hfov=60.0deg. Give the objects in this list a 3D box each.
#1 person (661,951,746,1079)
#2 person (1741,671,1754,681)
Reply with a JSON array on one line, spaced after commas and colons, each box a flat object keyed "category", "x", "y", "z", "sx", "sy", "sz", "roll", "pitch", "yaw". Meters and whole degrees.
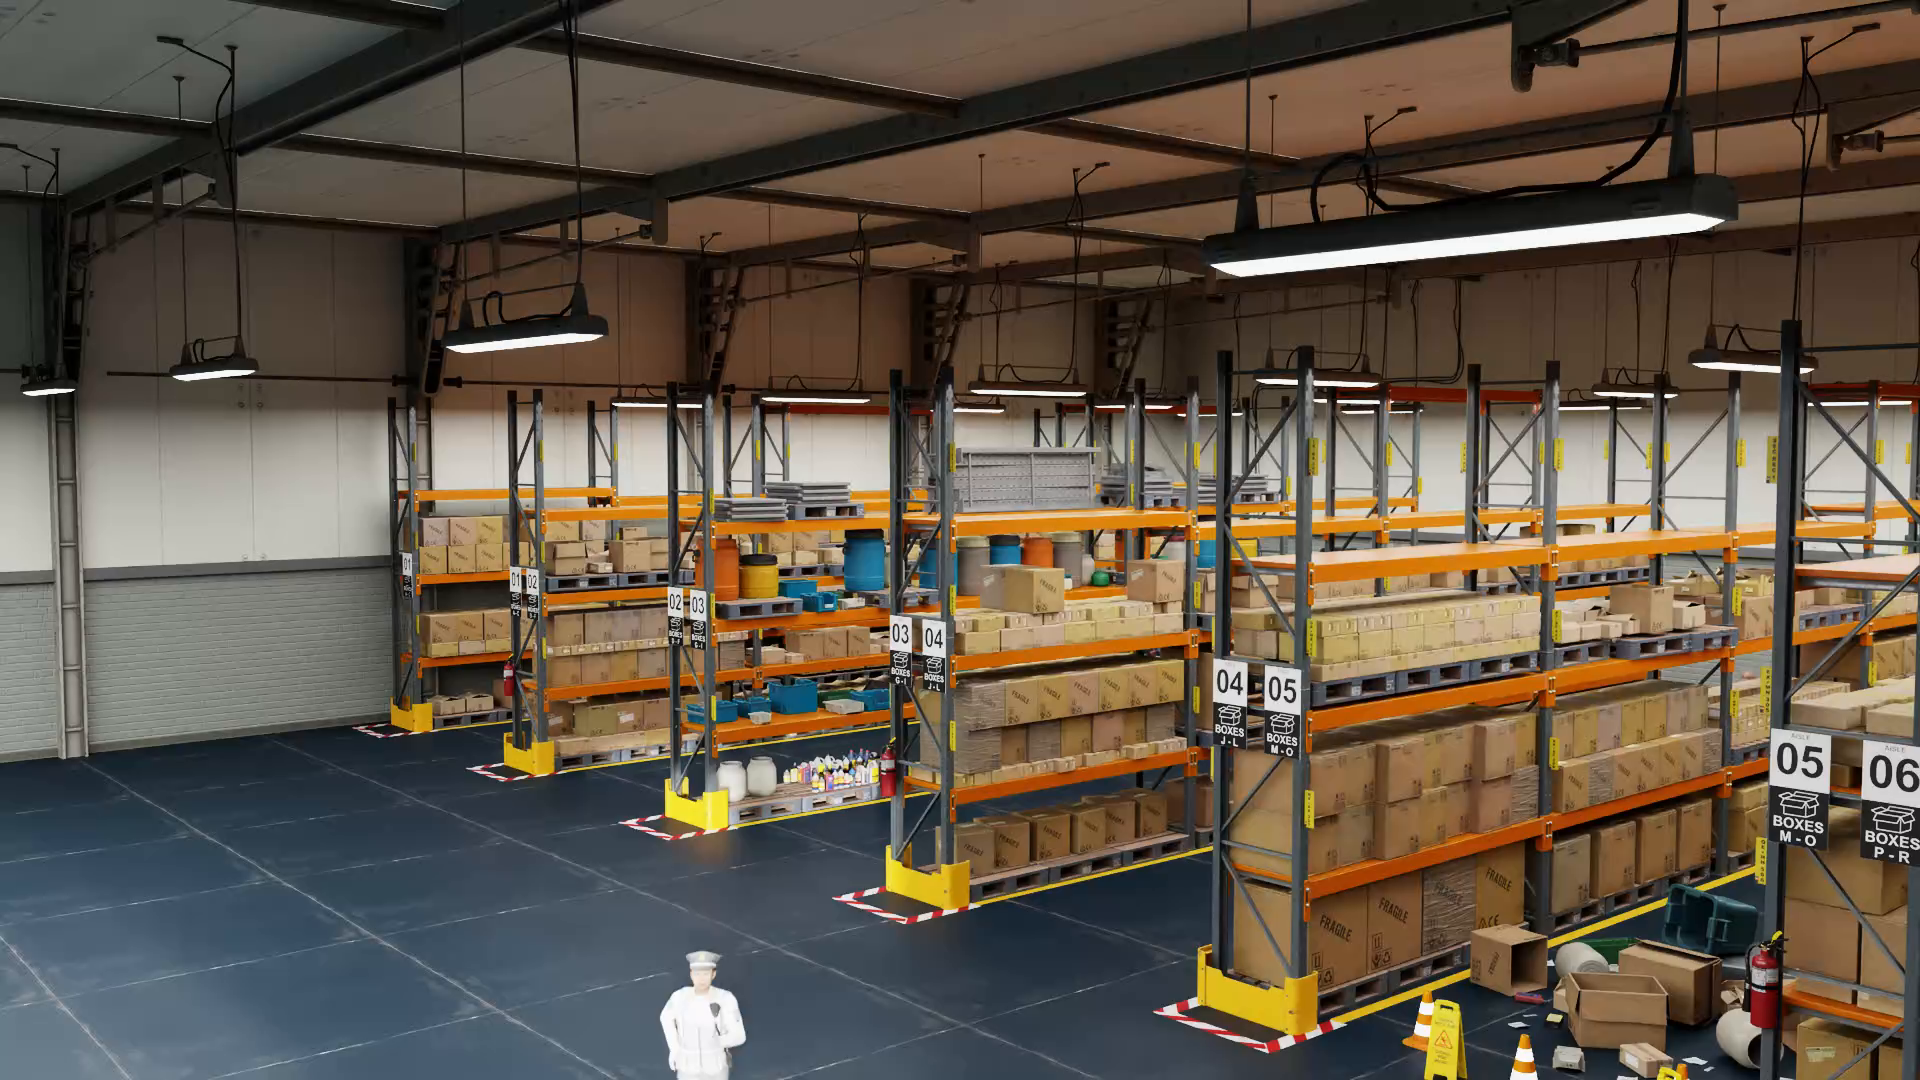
[{"category": "person", "x": -1.756, "y": 3.654, "z": 11.345, "sx": 0.593, "sy": 1.753, "sz": 0.709, "roll": 0, "pitch": 3, "yaw": -5}, {"category": "person", "x": 11.774, "y": 2.837, "z": 25.024, "sx": 0.605, "sy": 1.734, "sz": 0.703, "roll": -3, "pitch": 5, "yaw": -44}]
